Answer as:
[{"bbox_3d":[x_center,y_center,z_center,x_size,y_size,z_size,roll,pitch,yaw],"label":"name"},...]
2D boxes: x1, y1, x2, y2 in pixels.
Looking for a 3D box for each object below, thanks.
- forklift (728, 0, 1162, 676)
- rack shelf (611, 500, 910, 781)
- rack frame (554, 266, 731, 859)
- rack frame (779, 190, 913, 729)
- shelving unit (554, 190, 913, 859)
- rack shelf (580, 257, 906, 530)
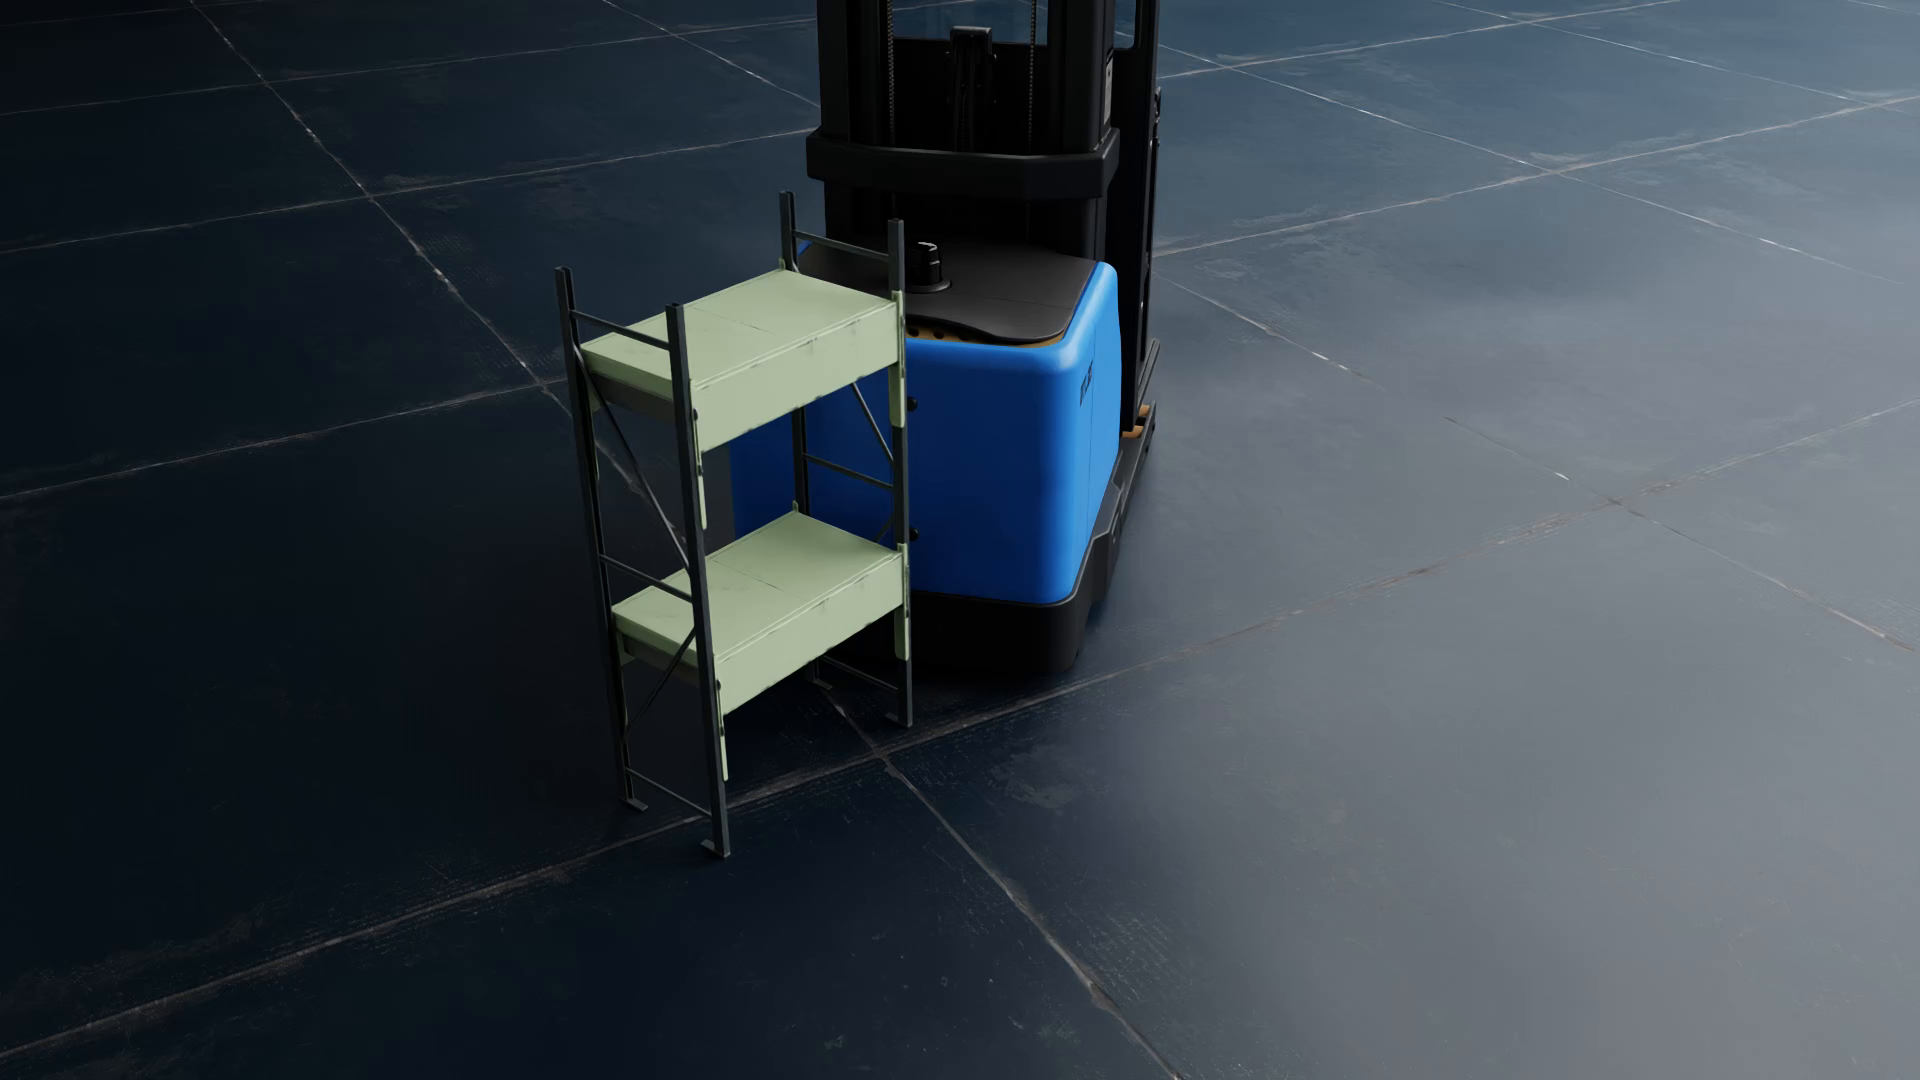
[{"bbox_3d":[0.139,-1.579,5.577,1.130,2.935,3.031,6,30,11],"label":"forklift"},{"bbox_3d":[-0.527,0.245,4.428,0.431,0.370,0.720,21,35,33],"label":"rack shelf"},{"bbox_3d":[-0.755,0.098,4.019,0.400,1.500,0.023,21,35,33],"label":"rack frame"},{"bbox_3d":[-0.300,-0.179,4.522,0.400,1.500,0.023,21,35,33],"label":"rack frame"},{"bbox_3d":[-0.527,-0.040,4.271,0.431,1.500,0.755,21,35,33],"label":"shelving unit"},{"bbox_3d":[-0.528,-0.382,4.082,0.431,0.370,0.720,21,35,33],"label":"rack shelf"}]
